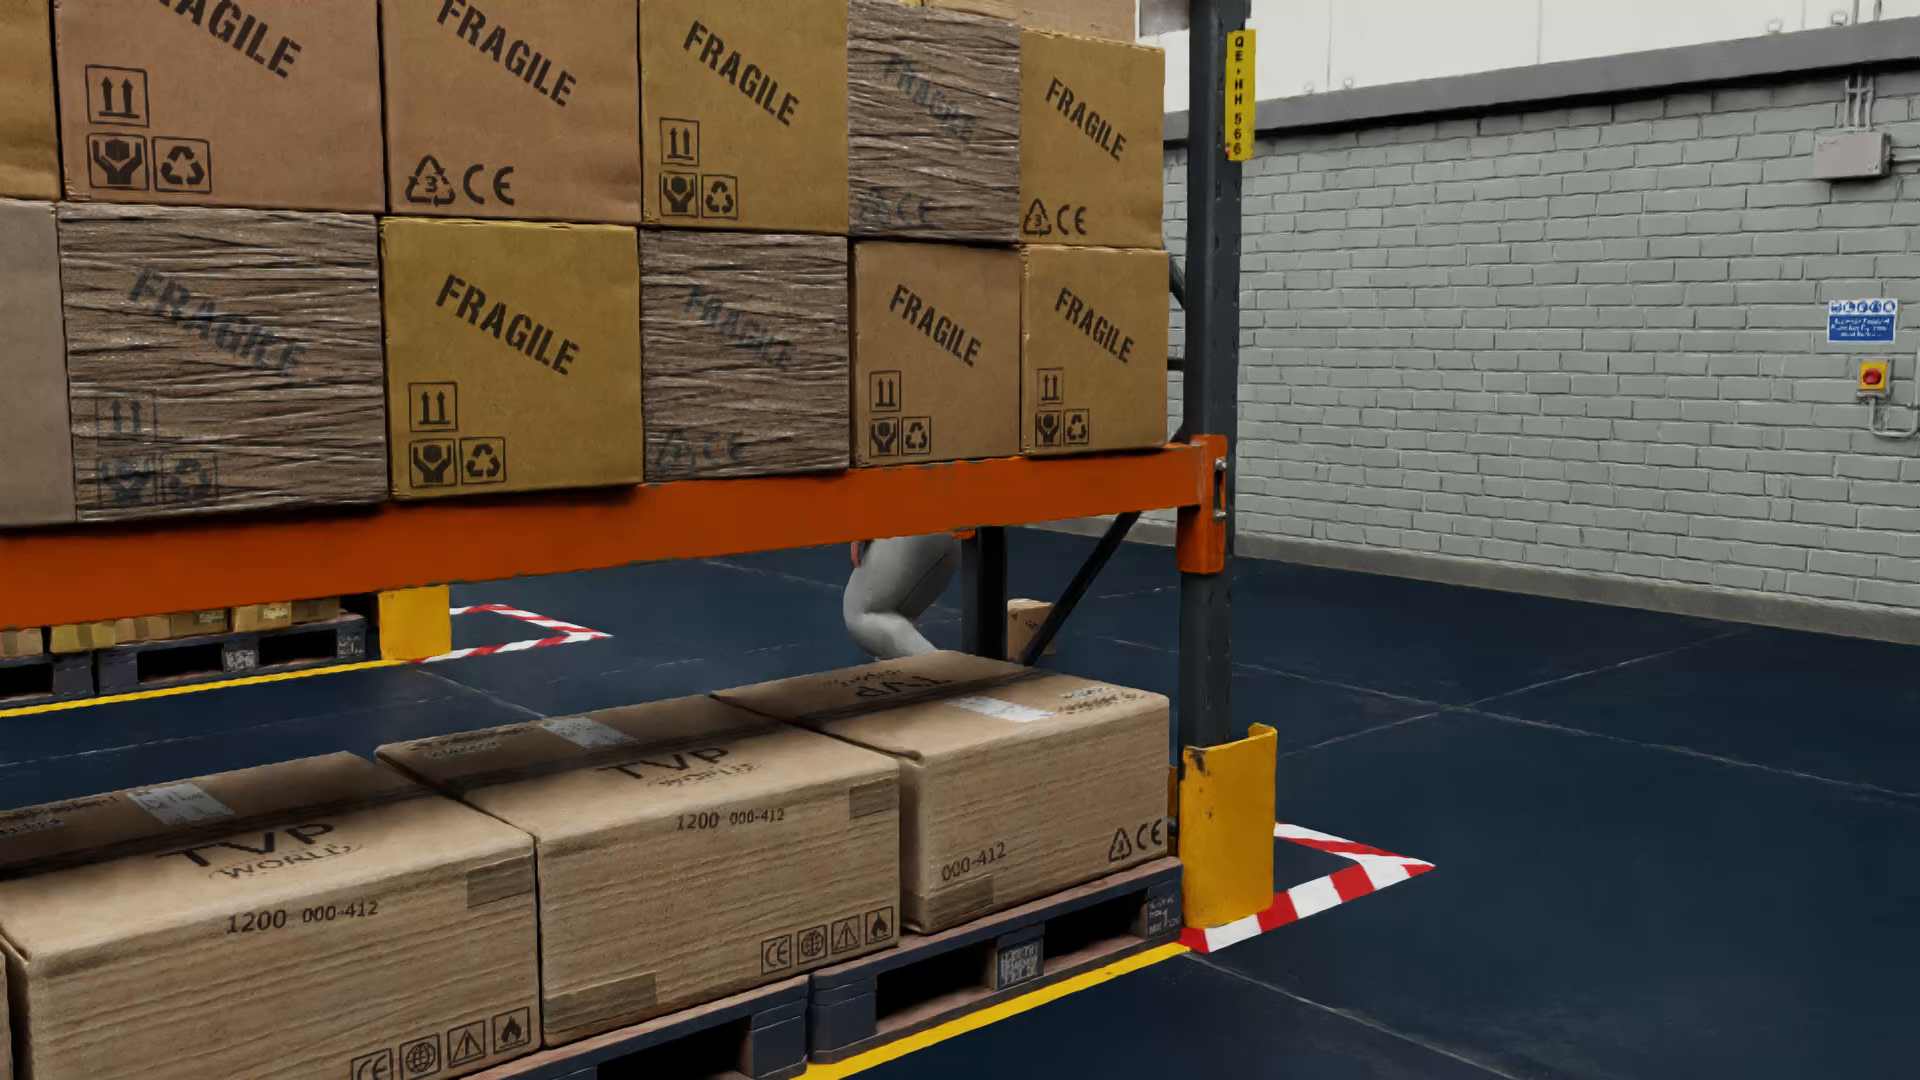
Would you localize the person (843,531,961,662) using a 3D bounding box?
[{"bbox_3d":[-0.145,-0.063,6.385,0.668,1.701,0.595,5,9,34],"label":"person"}]
